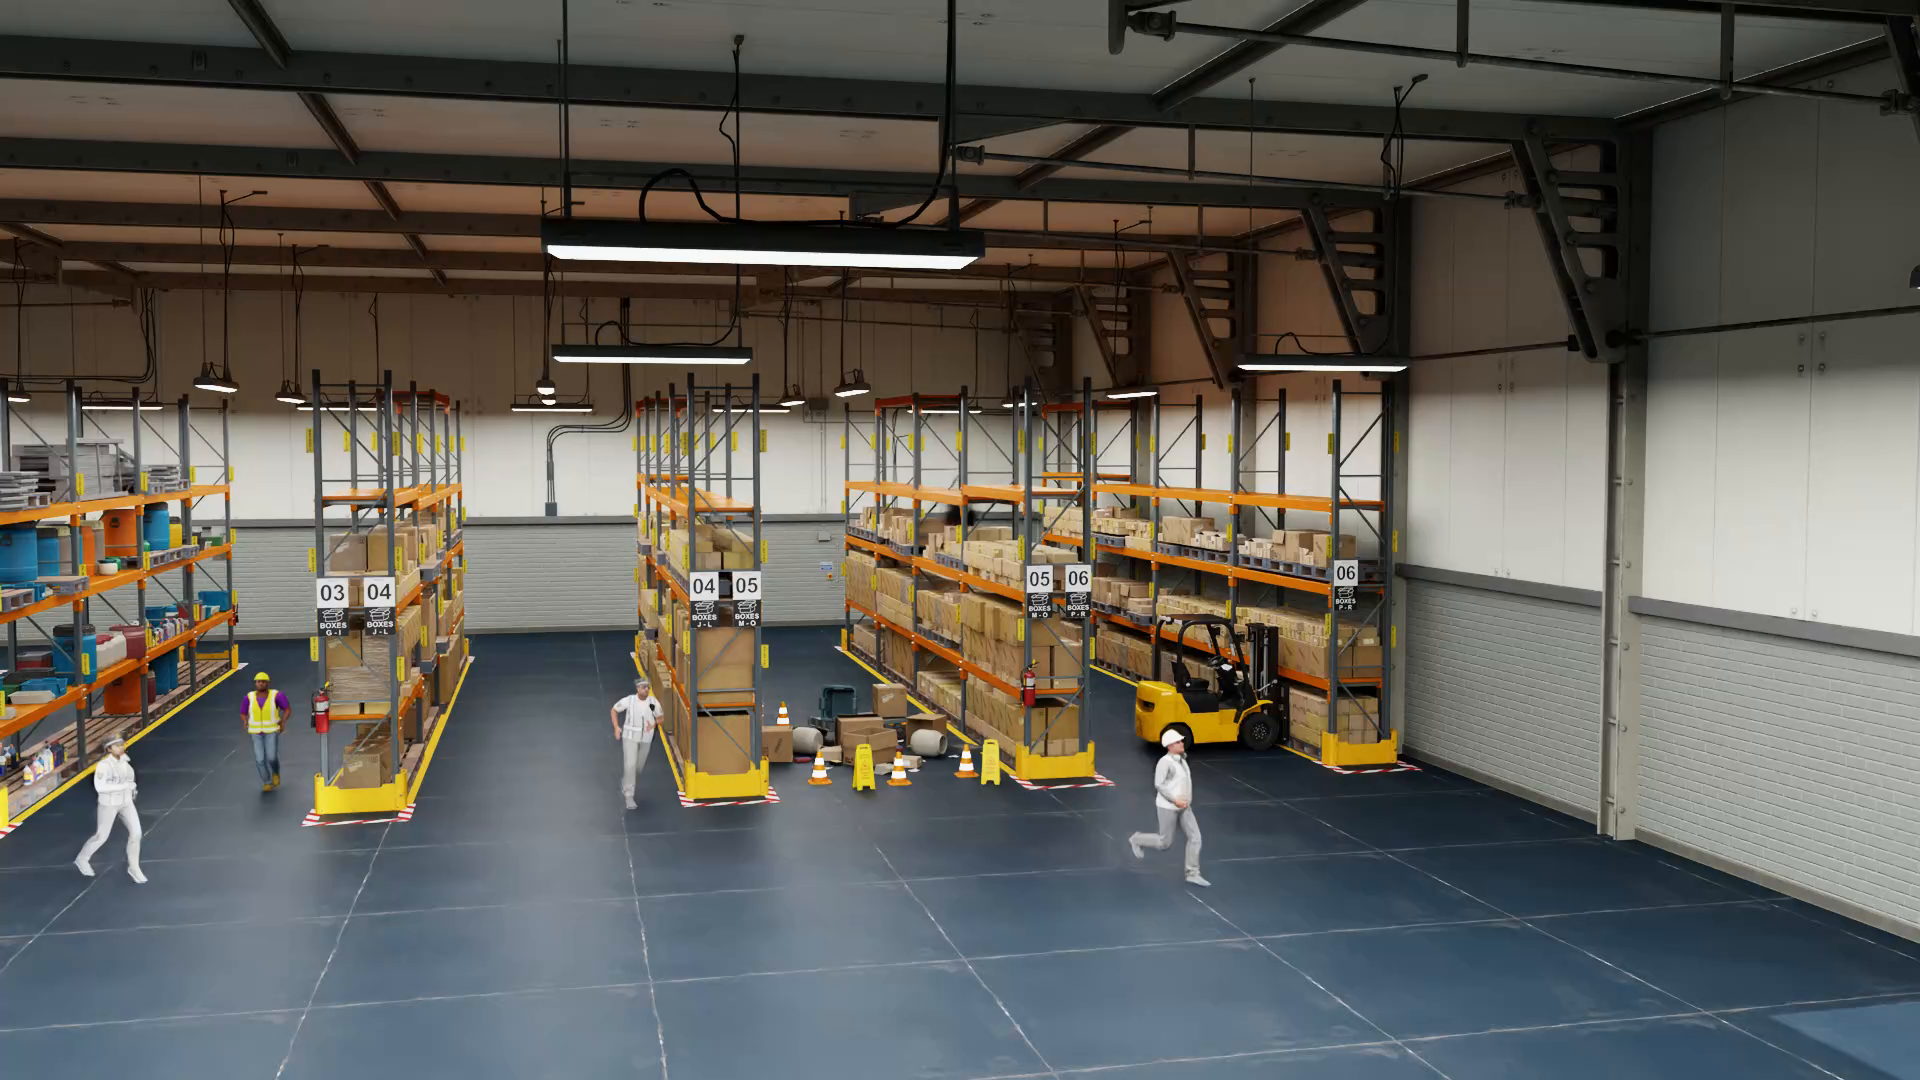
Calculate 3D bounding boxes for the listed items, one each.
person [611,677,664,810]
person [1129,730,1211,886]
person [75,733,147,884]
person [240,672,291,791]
[{"bbox_3d":[-4.487,2.789,23.251,0.703,1.774,0.947,-2,4,-29],"label":"person"},{"bbox_3d":[2.419,3.054,19.068,0.997,1.759,0.643,3,4,39],"label":"person"},{"bbox_3d":[-9.707,3.057,19.058,0.872,1.740,0.620,1,4,24],"label":"person"},{"bbox_3d":[-9.981,2.756,23.855,0.674,1.721,0.569,-1,3,-13],"label":"person"}]
